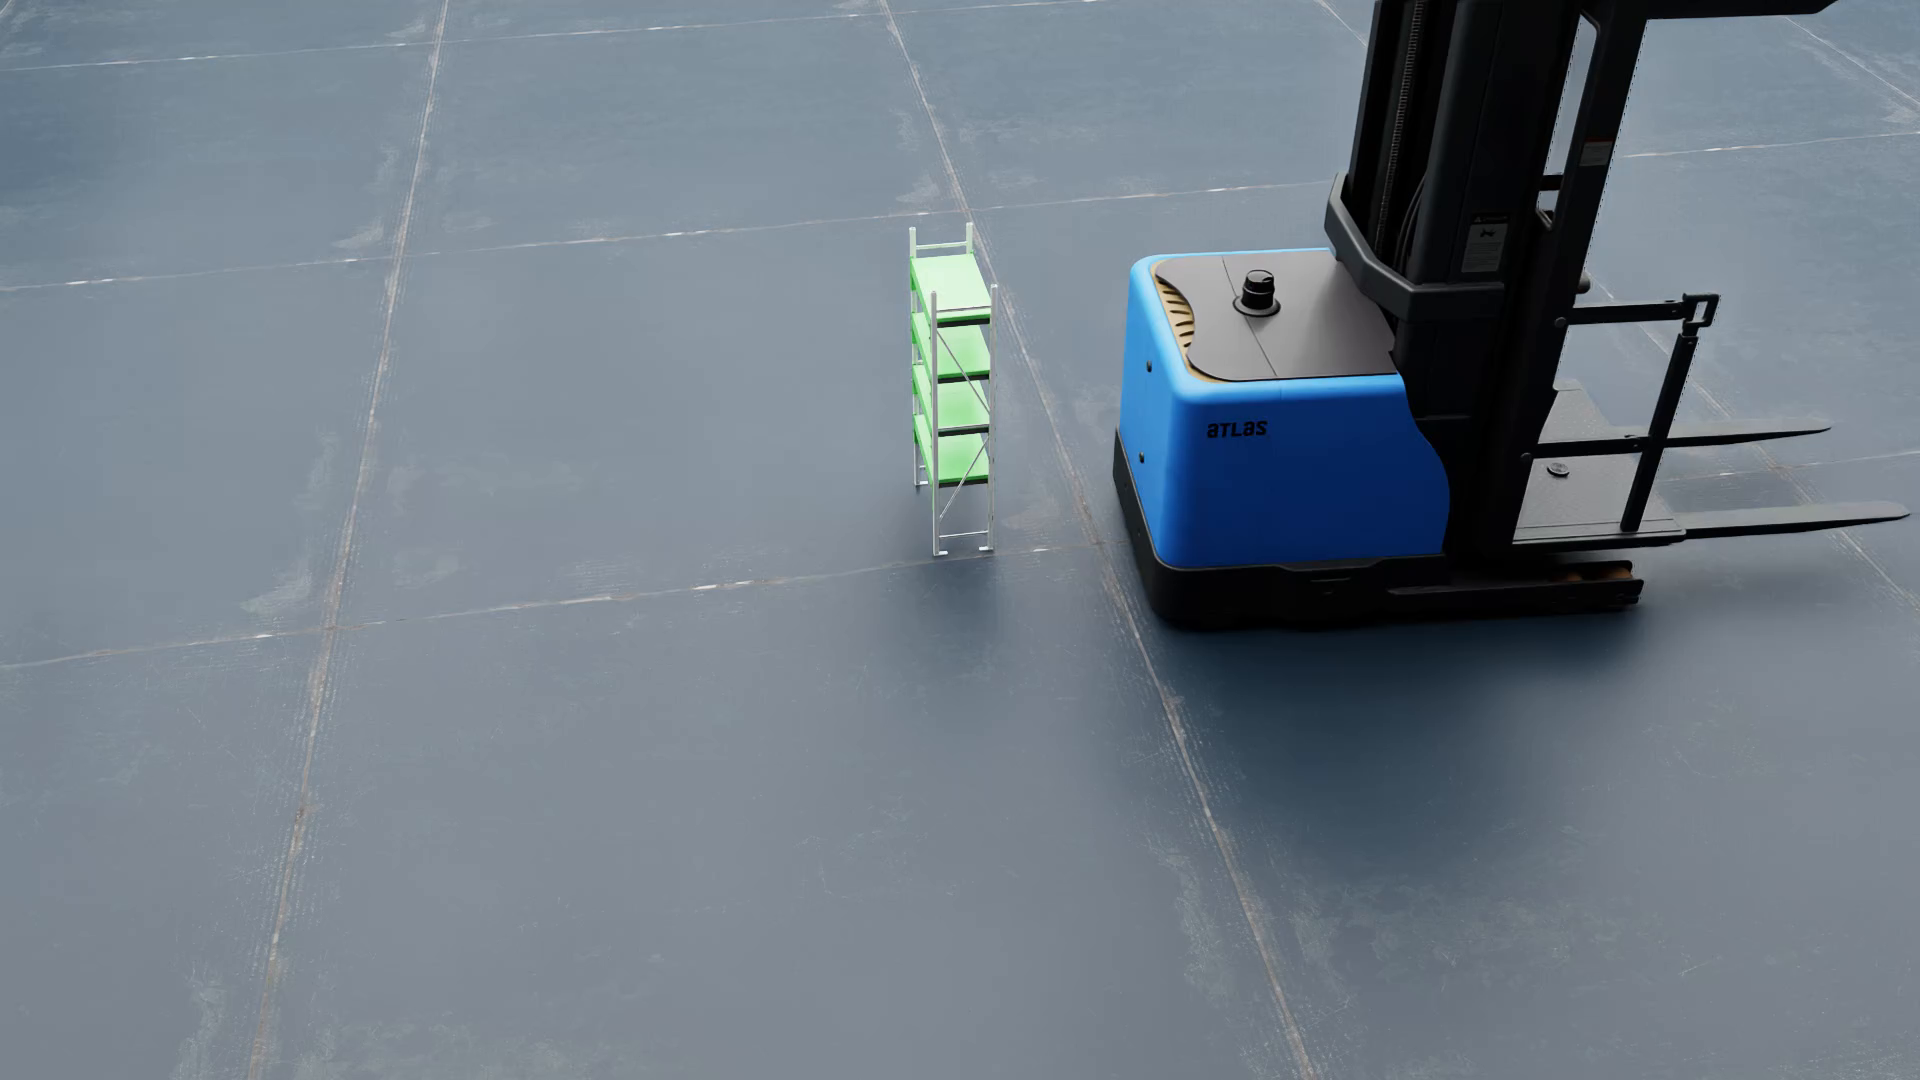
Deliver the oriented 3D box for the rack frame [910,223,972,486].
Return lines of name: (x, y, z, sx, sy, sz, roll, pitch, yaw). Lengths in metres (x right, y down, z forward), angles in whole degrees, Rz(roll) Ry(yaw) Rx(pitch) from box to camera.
rack frame: (-0.072, -0.721, 6.700, 0.240, 1.200, 0.015, -6, 38, -8)

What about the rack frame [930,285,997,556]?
rack frame: (0.014, -0.426, 6.321, 0.240, 1.200, 0.015, -6, 38, -8)

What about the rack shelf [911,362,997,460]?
rack shelf: (-0.029, -0.523, 6.550, 0.258, 0.148, 0.480, -6, 38, -8)

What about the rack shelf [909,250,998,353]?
rack shelf: (-0.029, -0.902, 6.255, 0.258, 0.148, 0.480, -6, 38, -8)

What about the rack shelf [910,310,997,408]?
rack shelf: (-0.029, -0.713, 6.403, 0.258, 0.148, 0.480, -6, 38, -8)

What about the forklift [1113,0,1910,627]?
forklift: (2.189, -1.200, 5.905, 3.031, 2.935, 1.130, -3, 38, -4)

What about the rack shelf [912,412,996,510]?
rack shelf: (-0.029, -0.334, 6.697, 0.258, 0.148, 0.480, -6, 38, -8)

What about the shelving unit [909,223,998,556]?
shelving unit: (-0.029, -0.574, 6.511, 0.258, 1.200, 0.503, -6, 38, -8)
